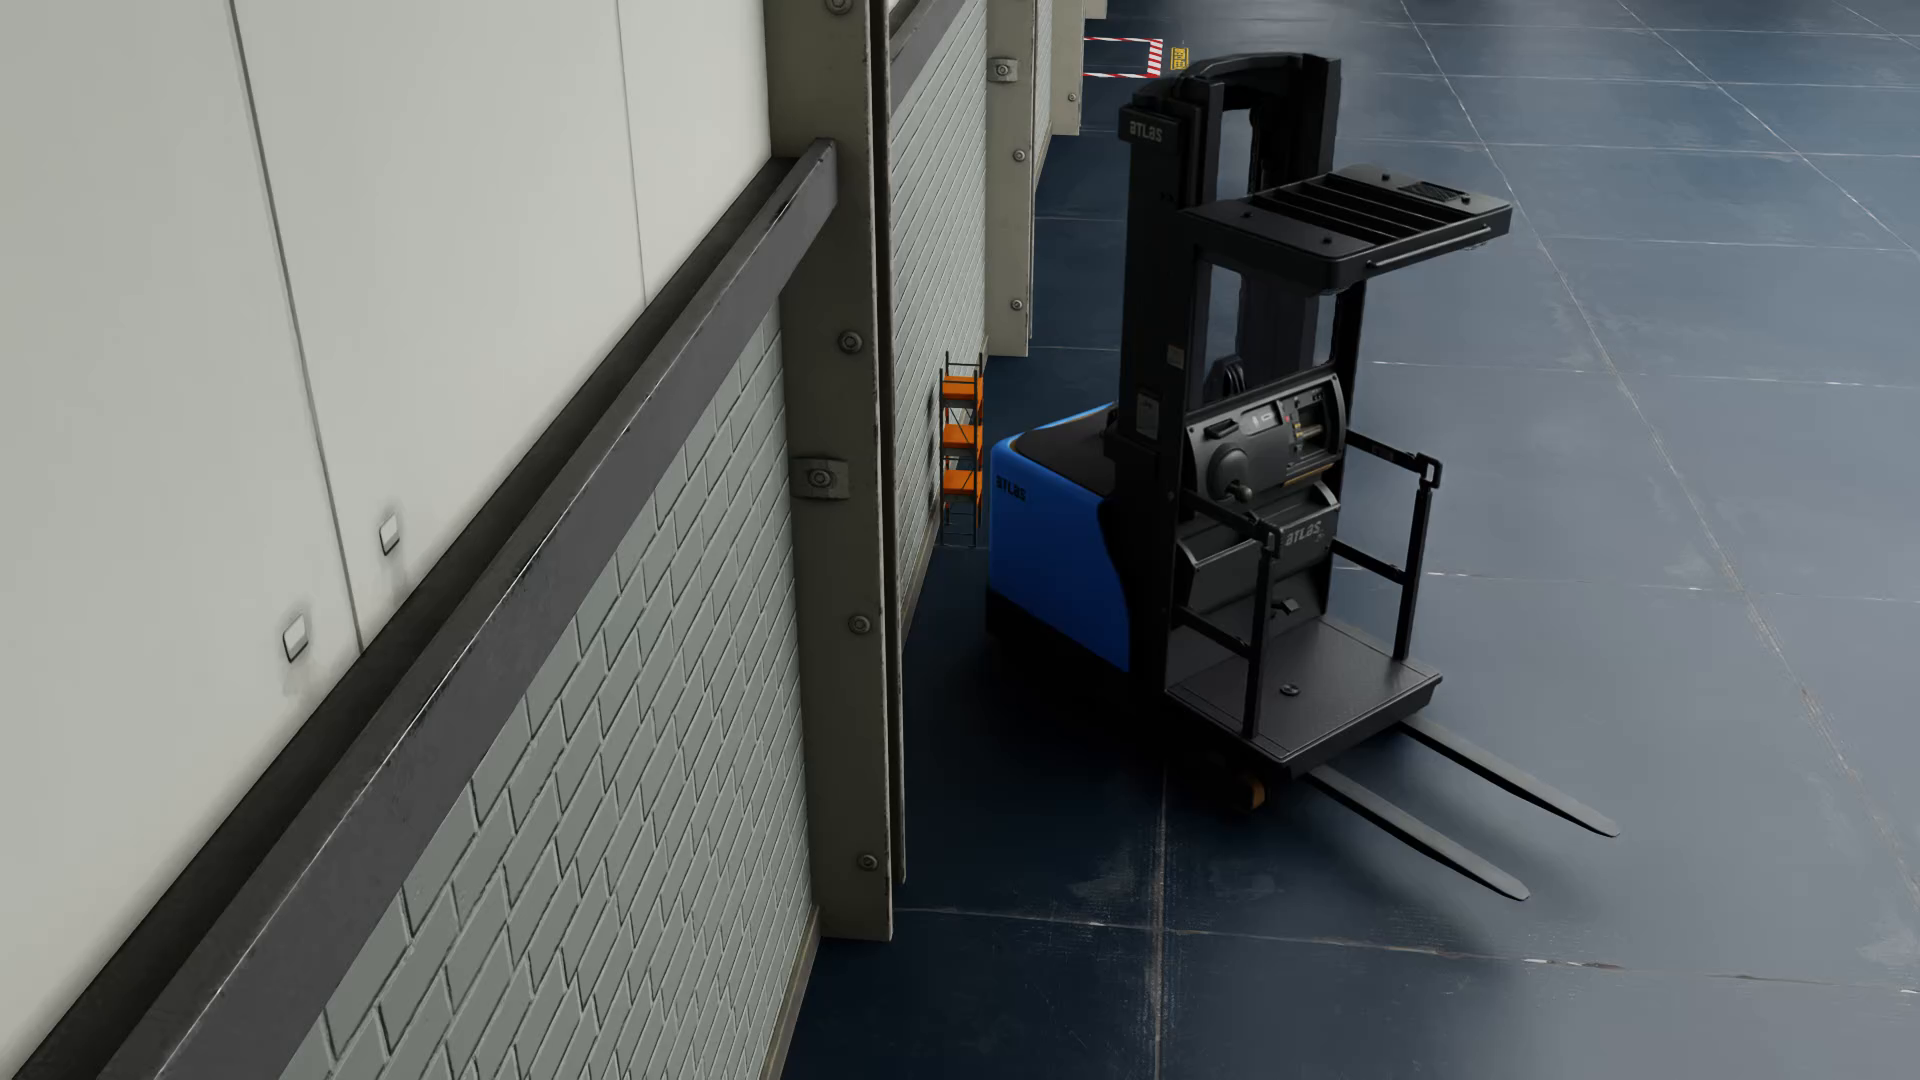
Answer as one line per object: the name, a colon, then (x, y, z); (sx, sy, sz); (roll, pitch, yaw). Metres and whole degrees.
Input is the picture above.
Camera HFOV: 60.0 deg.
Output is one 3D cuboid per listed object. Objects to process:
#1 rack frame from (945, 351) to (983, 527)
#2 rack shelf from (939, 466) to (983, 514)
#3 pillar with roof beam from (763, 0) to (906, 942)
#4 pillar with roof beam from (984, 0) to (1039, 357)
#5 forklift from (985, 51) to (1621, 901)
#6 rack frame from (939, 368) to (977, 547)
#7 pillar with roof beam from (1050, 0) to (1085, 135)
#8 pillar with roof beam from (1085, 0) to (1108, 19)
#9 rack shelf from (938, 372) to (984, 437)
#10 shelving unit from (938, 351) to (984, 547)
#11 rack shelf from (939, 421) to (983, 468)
rack frame: (0.022, -0.545, 9.154); (0.200, 1.050, 0.008); (3, 28, 6)
rack shelf: (0.007, -0.233, 9.185); (0.215, 0.259, 0.240); (3, 28, 6)
pillar with roof beam: (3.876, -2.271, 3.977); (9.100, 9.000, 0.400); (3, 28, 6)
pillar with roof beam: (4.612, -5.095, 9.219); (9.100, 9.000, 0.400); (3, 28, 6)
forklift: (1.436, -0.397, 6.896); (1.130, 2.935, 3.031); (-21, 35, -33)
rack frame: (-0.008, -0.430, 8.941); (0.200, 1.050, 0.008); (3, 28, 6)
pillar with roof beam: (5.347, -7.919, 14.462); (9.100, 9.000, 0.400); (3, 28, 6)
pillar with roof beam: (6.082, -10.744, 19.704); (9.100, 9.000, 0.400); (3, 28, 6)
rack shelf: (0.007, -0.728, 8.918); (0.215, 0.259, 0.240); (3, 28, 6)
shelving unit: (0.007, -0.487, 9.048); (0.215, 1.050, 0.252); (3, 28, 6)
rack shelf: (0.007, -0.478, 9.053); (0.215, 0.259, 0.240); (3, 28, 6)
